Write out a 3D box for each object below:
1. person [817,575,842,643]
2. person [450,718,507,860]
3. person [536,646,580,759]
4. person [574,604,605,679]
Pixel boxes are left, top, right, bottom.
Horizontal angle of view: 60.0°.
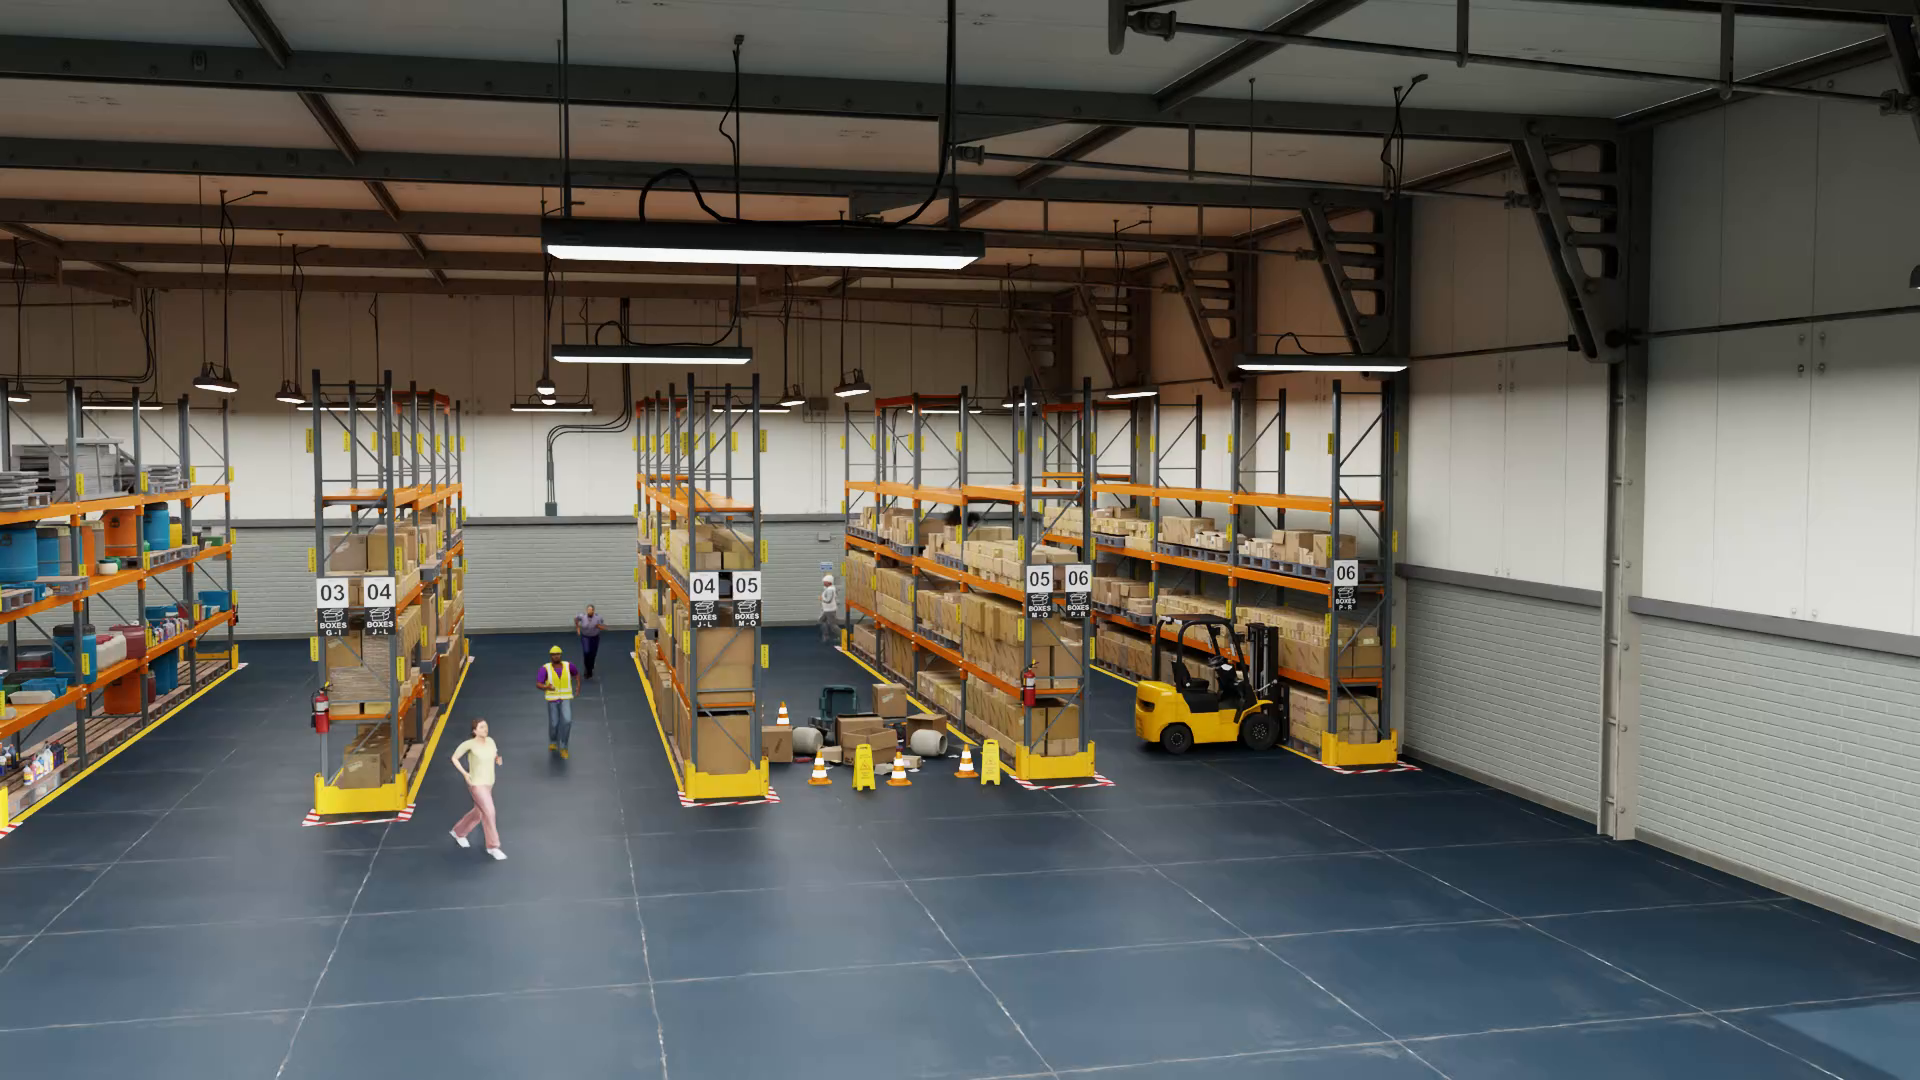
[{"bbox_3d":[-3.213,1.750,41.624,0.701,1.771,0.758,0,3,-7],"label":"person"},{"bbox_3d":[-5.843,2.994,20.254,0.896,1.691,0.559,2,4,28],"label":"person"},{"bbox_3d":[-6.441,2.512,26.718,0.706,1.629,0.764,-1,3,-18],"label":"person"},{"bbox_3d":[-7.886,2.153,35.436,0.594,1.603,0.858,-1,4,-22],"label":"person"}]
